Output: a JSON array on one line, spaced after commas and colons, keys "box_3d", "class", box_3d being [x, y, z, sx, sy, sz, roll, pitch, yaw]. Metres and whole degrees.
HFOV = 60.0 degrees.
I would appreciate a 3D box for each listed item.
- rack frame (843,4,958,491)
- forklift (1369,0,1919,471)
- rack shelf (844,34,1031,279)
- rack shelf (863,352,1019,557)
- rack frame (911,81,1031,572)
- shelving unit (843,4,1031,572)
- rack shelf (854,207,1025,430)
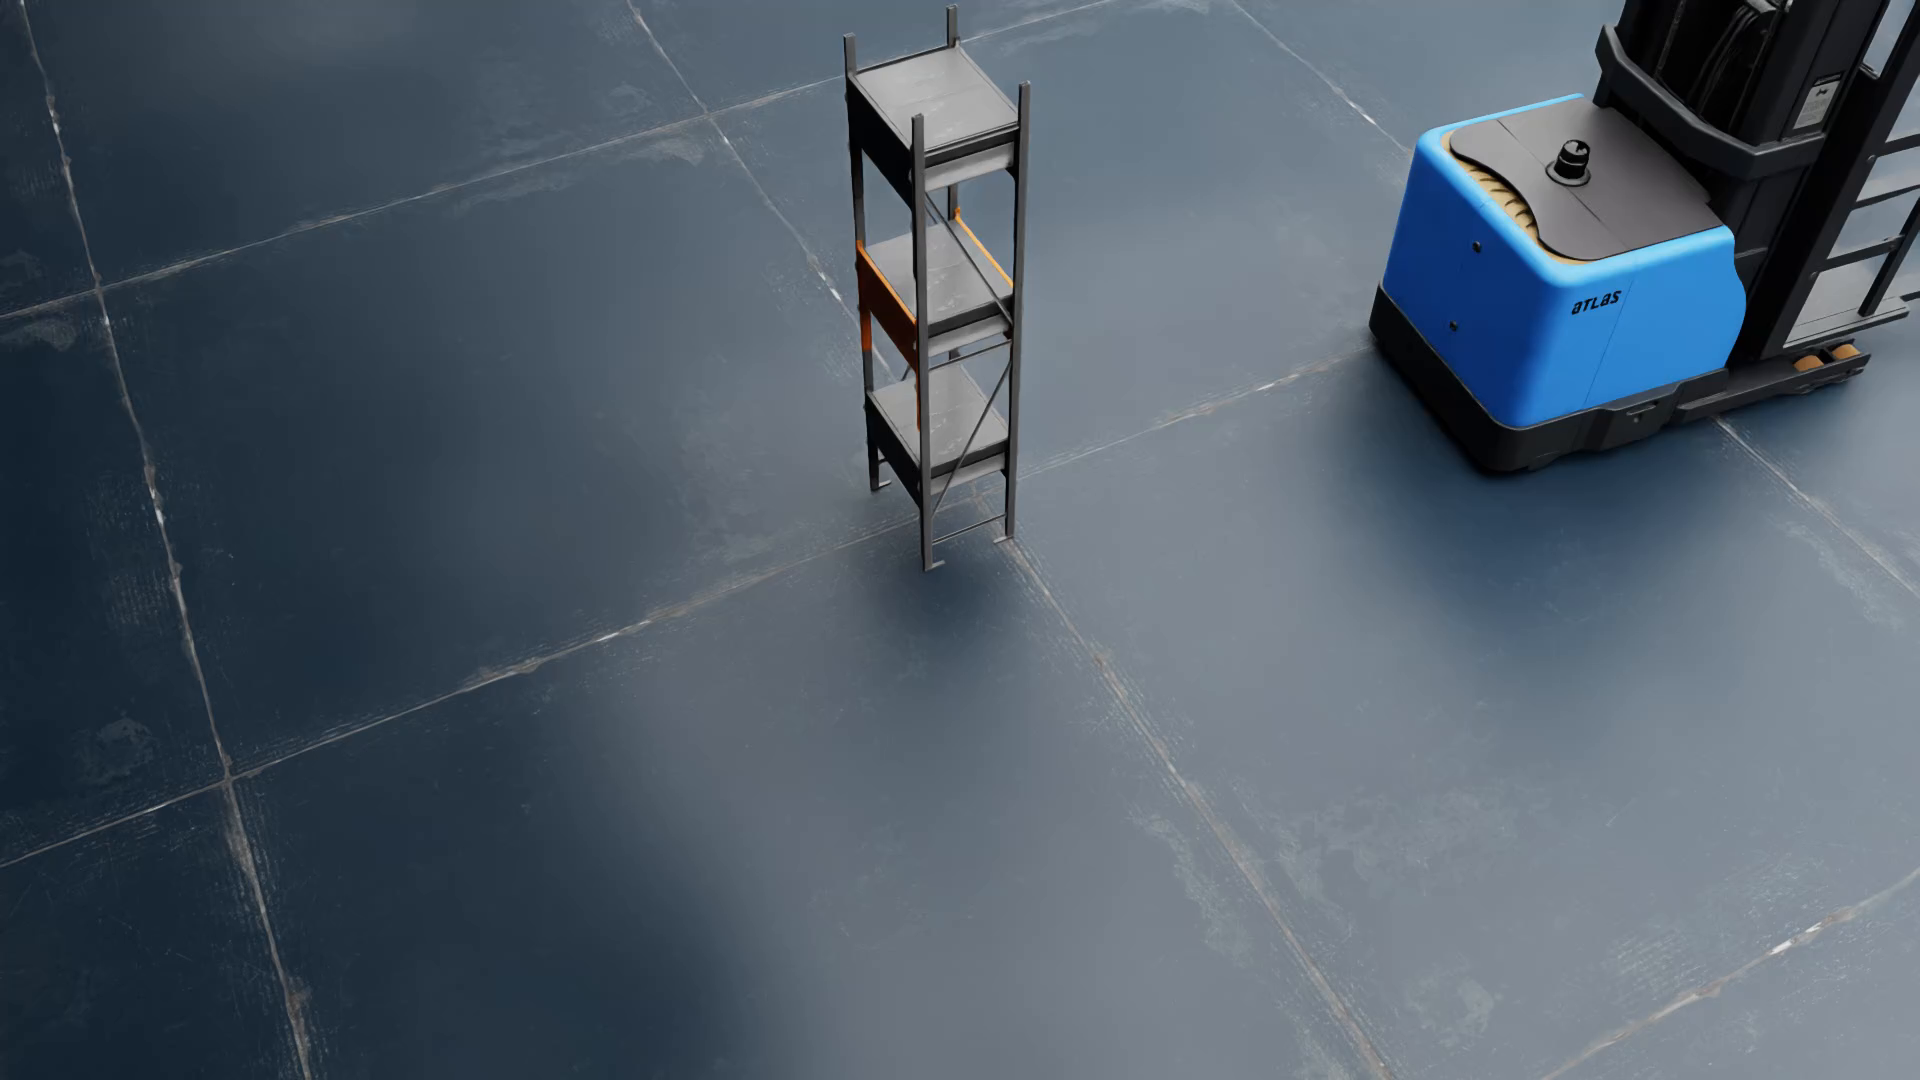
[{"box_3d": [-0.187, -0.965, 6.092, 0.400, 2.100, 0.015, -21, 52, -18], "class": "rack frame"}, {"box_3d": [3.384, -1.954, 6.404, 3.031, 2.935, 1.130, -16, 51, -14], "class": "forklift"}, {"box_3d": [-0.076, -1.254, 5.433, 0.431, 0.518, 0.480, -21, 52, -18], "class": "rack shelf"}, {"box_3d": [-0.076, -0.332, 6.486, 0.431, 0.518, 0.480, -21, 52, -18], "class": "rack shelf"}, {"box_3d": [0.036, -0.639, 5.806, 0.400, 2.100, 0.015, -21, 52, -18], "class": "rack frame"}, {"box_3d": [-0.076, -0.802, 5.949, 0.431, 2.100, 0.503, -21, 52, -18], "class": "shelving unit"}, {"box_3d": [-0.076, -0.793, 5.959, 0.431, 0.518, 0.480, -21, 52, -18], "class": "rack shelf"}]
